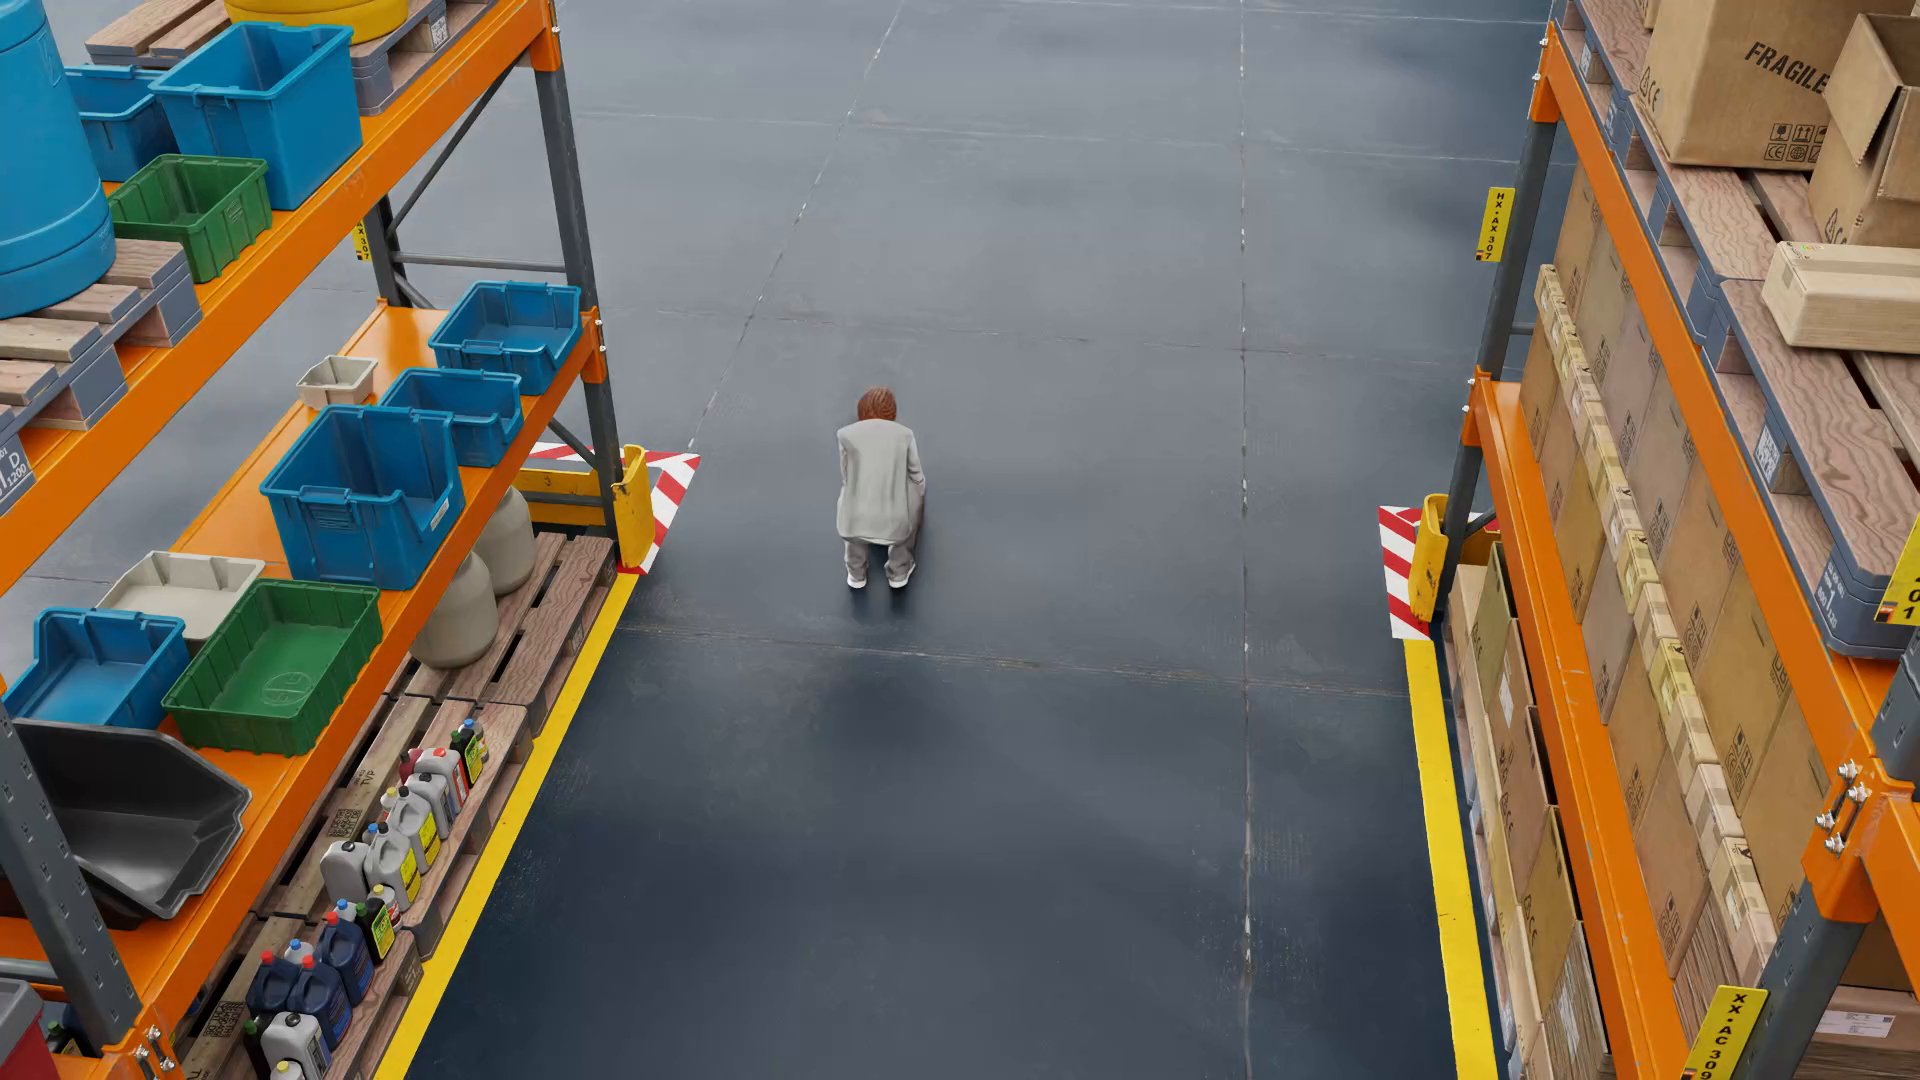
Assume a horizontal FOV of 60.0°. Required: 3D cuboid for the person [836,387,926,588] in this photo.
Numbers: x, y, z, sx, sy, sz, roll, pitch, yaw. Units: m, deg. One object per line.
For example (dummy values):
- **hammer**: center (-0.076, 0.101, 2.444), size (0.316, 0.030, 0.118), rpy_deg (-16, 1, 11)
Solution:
- **person**: center (-0.389, -0.211, 7.986), size (0.434, 0.816, 0.800), rpy_deg (4, 37, 6)
